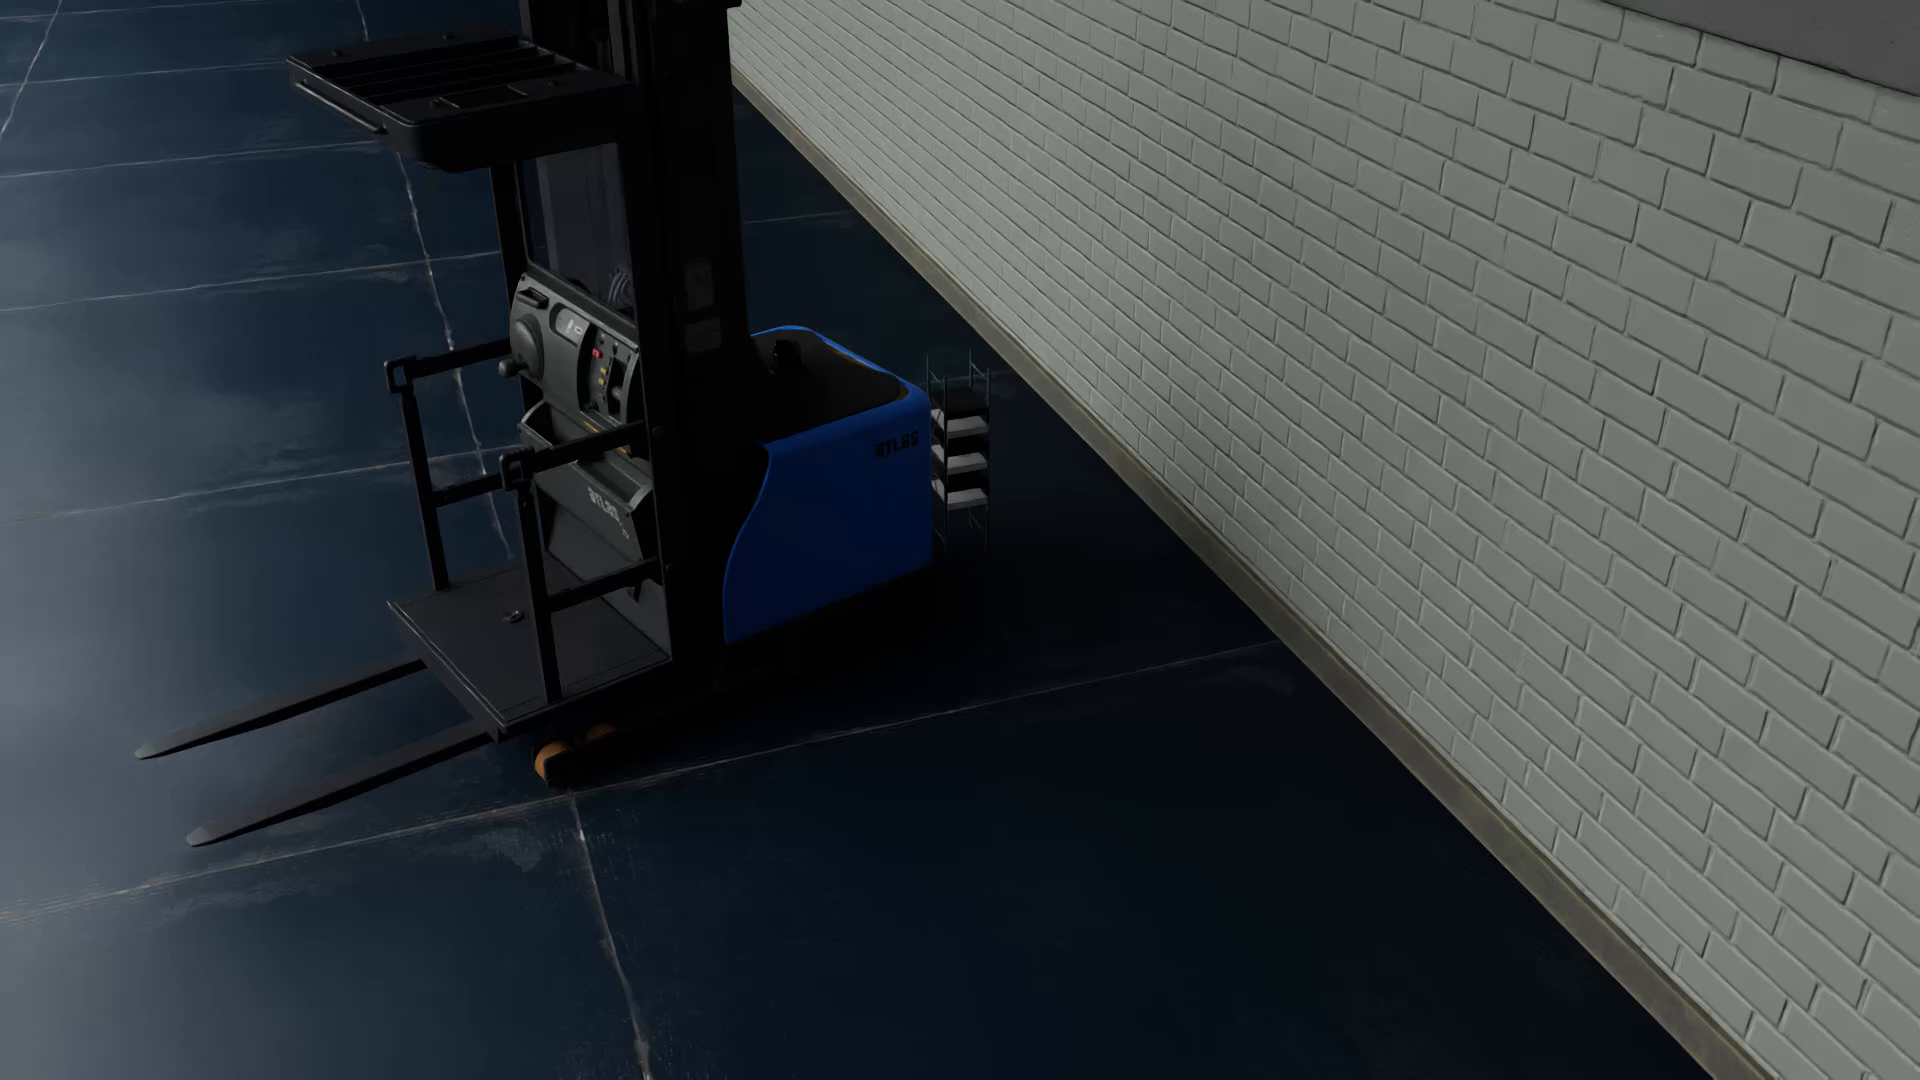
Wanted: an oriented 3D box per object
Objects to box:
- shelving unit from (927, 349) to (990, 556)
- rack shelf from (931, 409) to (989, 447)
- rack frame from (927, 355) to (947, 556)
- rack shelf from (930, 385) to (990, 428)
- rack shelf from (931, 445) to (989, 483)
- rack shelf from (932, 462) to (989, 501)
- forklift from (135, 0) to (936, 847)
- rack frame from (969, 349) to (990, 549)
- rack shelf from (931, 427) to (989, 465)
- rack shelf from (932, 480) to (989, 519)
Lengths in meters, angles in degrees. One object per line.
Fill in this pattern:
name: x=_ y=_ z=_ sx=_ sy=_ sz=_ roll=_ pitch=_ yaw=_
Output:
shelving unit: x=-0.008 y=-0.390 z=7.525 sx=0.210 sy=0.900 sz=0.258 roll=-10 pitch=31 yaw=-18
rack shelf: x=-0.008 y=-0.517 z=7.452 sx=0.200 sy=0.077 sz=0.258 roll=-10 pitch=31 yaw=-18
rack frame: x=-0.103 y=-0.372 z=7.494 sx=0.006 sy=0.900 sz=0.240 roll=-10 pitch=31 yaw=-18
rack shelf: x=-0.008 y=-0.595 z=7.408 sx=0.200 sy=0.077 sz=0.258 roll=-10 pitch=31 yaw=-18
rack shelf: x=-0.008 y=-0.361 z=7.541 sx=0.200 sy=0.077 sz=0.258 roll=-10 pitch=31 yaw=-18
rack shelf: x=-0.008 y=-0.282 z=7.586 sx=0.200 sy=0.077 sz=0.258 roll=-10 pitch=31 yaw=-18
forklift: x=-1.571 y=-0.658 z=5.944 sx=3.031 sy=2.935 sz=1.130 roll=-21 pitch=36 yaw=-33
rack frame: x=0.088 y=-0.407 z=7.556 sx=0.006 sy=0.900 sz=0.240 roll=-10 pitch=31 yaw=-18
rack shelf: x=-0.008 y=-0.439 z=7.497 sx=0.200 sy=0.077 sz=0.258 roll=-10 pitch=31 yaw=-18
rack shelf: x=-0.008 y=-0.204 z=7.630 sx=0.200 sy=0.077 sz=0.258 roll=-10 pitch=31 yaw=-18
